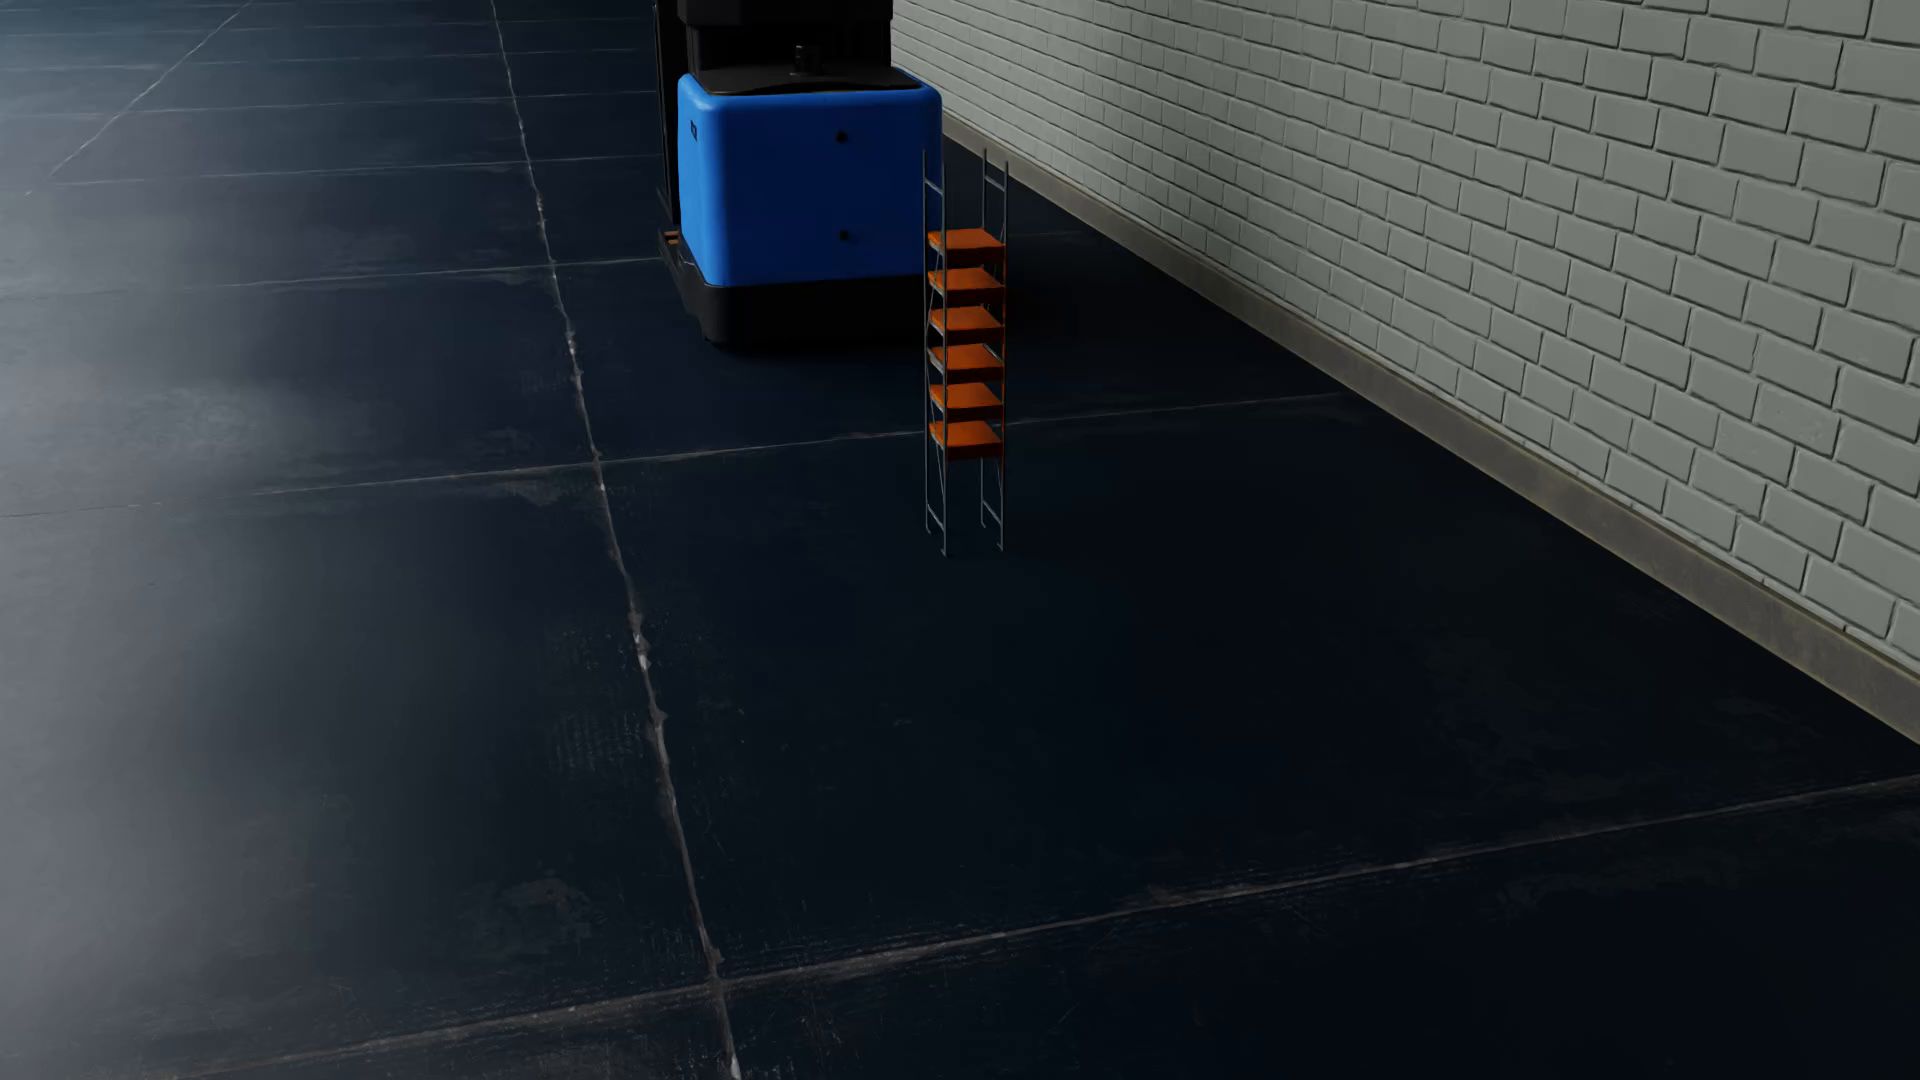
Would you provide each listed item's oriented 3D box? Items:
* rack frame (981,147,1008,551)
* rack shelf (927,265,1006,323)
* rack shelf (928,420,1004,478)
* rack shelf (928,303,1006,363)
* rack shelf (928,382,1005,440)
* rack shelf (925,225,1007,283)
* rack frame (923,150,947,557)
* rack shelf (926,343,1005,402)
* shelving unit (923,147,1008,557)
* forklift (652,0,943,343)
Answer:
[{"bbox_3d":[0.102,-0.563,5.040,0.006,1.200,0.240,-6,24,-14],"label":"rack frame"},{"bbox_3d":[0.014,-0.733,4.940,0.180,0.103,0.258,-6,24,-14],"label":"rack shelf"},{"bbox_3d":[0.014,-0.292,5.129,0.180,0.103,0.258,-6,24,-14],"label":"rack shelf"},{"bbox_3d":[0.014,-0.622,4.987,0.180,0.103,0.258,-6,24,-14],"label":"rack shelf"},{"bbox_3d":[0.014,-0.402,5.082,0.180,0.103,0.258,-6,24,-14],"label":"rack shelf"},{"bbox_3d":[0.014,-0.843,4.893,0.180,0.103,0.258,-6,24,-14],"label":"rack shelf"},{"bbox_3d":[-0.074,-0.543,4.994,0.006,1.200,0.240,-6,24,-14],"label":"rack frame"},{"bbox_3d":[0.014,-0.512,5.035,0.180,0.103,0.258,-6,24,-14],"label":"rack shelf"},{"bbox_3d":[0.014,-0.553,5.017,0.189,1.200,0.258,-6,24,-14],"label":"shelving unit"},{"bbox_3d":[-0.930,-2.731,7.897,1.130,2.935,3.031,-6,24,-14],"label":"forklift"}]
